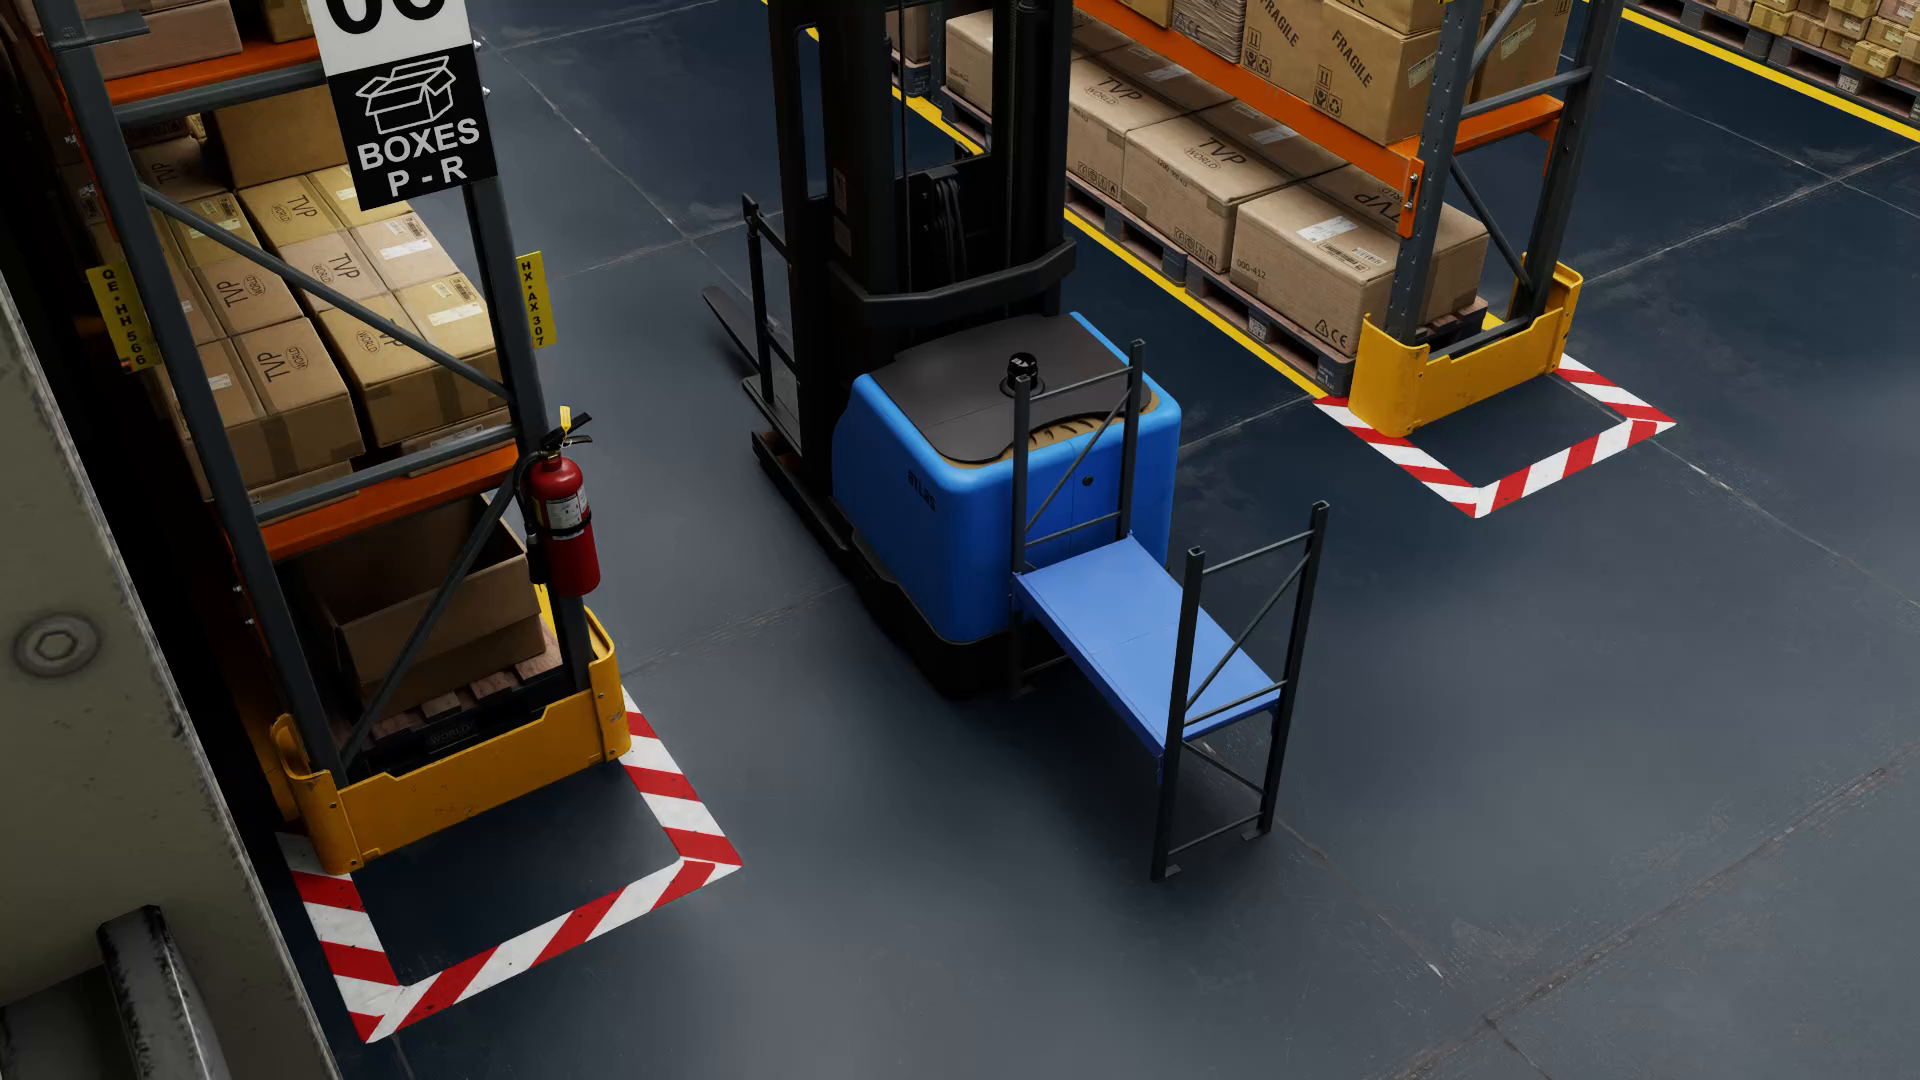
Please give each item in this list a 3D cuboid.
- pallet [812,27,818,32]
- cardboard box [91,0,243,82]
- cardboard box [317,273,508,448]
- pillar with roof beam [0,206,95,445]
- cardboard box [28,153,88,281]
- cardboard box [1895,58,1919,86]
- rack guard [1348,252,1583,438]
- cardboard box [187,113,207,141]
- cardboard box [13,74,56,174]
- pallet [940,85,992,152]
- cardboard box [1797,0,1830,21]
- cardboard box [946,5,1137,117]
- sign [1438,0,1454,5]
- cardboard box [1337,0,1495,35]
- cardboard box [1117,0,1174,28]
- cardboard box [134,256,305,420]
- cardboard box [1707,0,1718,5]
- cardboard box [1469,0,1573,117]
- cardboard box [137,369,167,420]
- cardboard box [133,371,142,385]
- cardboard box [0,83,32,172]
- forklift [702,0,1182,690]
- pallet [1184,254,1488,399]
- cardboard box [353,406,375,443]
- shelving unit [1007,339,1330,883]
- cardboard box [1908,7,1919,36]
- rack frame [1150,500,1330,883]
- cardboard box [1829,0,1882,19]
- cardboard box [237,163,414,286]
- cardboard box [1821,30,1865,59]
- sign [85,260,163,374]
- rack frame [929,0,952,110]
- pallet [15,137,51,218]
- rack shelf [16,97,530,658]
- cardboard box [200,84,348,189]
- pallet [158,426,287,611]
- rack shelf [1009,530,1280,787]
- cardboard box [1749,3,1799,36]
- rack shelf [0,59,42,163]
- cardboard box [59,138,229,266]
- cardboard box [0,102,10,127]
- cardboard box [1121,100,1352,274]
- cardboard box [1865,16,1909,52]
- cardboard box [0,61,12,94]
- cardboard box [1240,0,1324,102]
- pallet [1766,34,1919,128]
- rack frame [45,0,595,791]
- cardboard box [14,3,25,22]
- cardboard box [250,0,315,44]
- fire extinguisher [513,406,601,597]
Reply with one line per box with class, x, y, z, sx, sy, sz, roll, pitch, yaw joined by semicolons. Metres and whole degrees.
pallet;-0.873;-4.059;11.956;1.003;0.211;1.213;-22;45;-24
cardboard box;-2.134;-1.360;4.392;0.380;0.149;0.250;-21;44;-23
cardboard box;-1.784;-0.605;5.518;0.500;0.250;0.500;-22;45;-24
pillar with roof beam;-0.674;-5.470;6.785;9.100;9.000;0.400;-22;45;-24
cardboard box;-4.431;-1.734;8.613;0.500;0.500;0.500;-22;45;-25
cardboard box;6.076;-2.958;10.356;0.380;0.149;0.250;-21;44;-24
rack guard;2.429;-0.948;7.997;1.175;0.500;0.348;-22;45;-24
cardboard box;-2.899;-1.697;6.828;0.500;0.250;0.500;-23;45;-25
cardboard box;-3.604;-1.798;6.949;0.500;0.250;0.500;-23;45;-25
pallet;0.608;-2.572;10.172;1.003;0.211;1.213;-22;45;-24
cardboard box;5.672;-3.507;10.782;0.380;0.149;0.250;-23;45;-25
cardboard box;0.512;-2.882;10.039;0.875;0.438;0.875;-23;45;-25
sign;1.951;-2.278;6.551;0.100;0.325;0.005;-22;45;-24
cardboard box;1.956;-2.522;7.075;0.500;0.500;0.500;-21;44;-23
cardboard box;1.103;-2.954;8.373;0.500;0.500;0.500;-21;44;-23
cardboard box;-2.514;-0.703;5.636;0.500;0.250;0.500;-22;45;-24
cardboard box;5.247;-3.796;11.361;0.380;0.149;0.250;-21;44;-23
cardboard box;2.400;-2.318;7.610;0.500;0.500;0.500;-23;45;-25
cardboard box;-2.656;-0.595;5.817;0.380;0.149;0.250;-22;45;-24
cardboard box;-3.762;-1.060;7.952;0.500;0.311;0.500;-21;44;-23
cardboard box;-4.974;-2.292;9.281;0.500;0.500;0.500;-24;46;-26
forklift;-0.297;-1.479;6.735;1.130;2.935;3.031;-19;43;-21
pallet;1.920;-1.255;8.591;1.003;0.211;1.213;-22;45;-24
cardboard box;-1.888;-0.508;5.712;0.380;0.149;0.250;-21;44;-23
shelving unit;0.652;0.252;5.775;0.538;1.500;1.048;-19;43;-21
cardboard box;6.037;-3.173;10.149;0.380;0.149;0.250;-22;44;-24
rack frame;0.893;0.539;5.432;0.500;1.500;0.032;-19;43;-21
cardboard box;5.704;-3.425;10.451;0.380;0.149;0.250;-23;45;-25
cardboard box;-2.330;-1.150;6.171;0.500;0.250;0.500;-23;45;-25
cardboard box;5.783;-3.235;10.688;0.380;0.149;0.250;-22;45;-25
sign;-2.246;-0.597;4.472;0.100;0.325;0.005;-22;45;-24
rack frame;0.265;-4.081;9.804;1.000;3.000;0.127;-22;45;-24
pallet;-5.047;-2.384;9.946;1.003;0.211;1.213;-22;45;-24
rack shelf;-2.842;-1.014;6.686;1.077;0.370;4.000;-22;45;-24
cardboard box;-2.591;-1.703;6.249;0.500;0.500;0.500;-21;44;-23
pallet;-2.889;-0.268;7.407;1.003;0.211;1.213;-22;45;-24
rack shelf;0.652;0.391;5.891;0.538;0.185;1.000;-19;43;-21
cardboard box;5.450;-3.479;10.981;0.380;0.149;0.250;-24;46;-26
rack shelf;-4.993;-3.173;9.277;1.077;0.370;4.000;-22;45;-24
cardboard box;-3.058;-1.254;6.297;0.500;0.250;0.500;-22;45;-24
cardboard box;-5.547;-2.849;9.951;0.500;0.500;0.500;-20;44;-22
cardboard box;1.478;-1.911;8.874;0.875;0.438;0.875;-21;44;-23
cardboard box;5.916;-3.207;10.422;0.380;0.149;0.250;-23;45;-25
cardboard box;-5.091;-2.604;9.149;0.380;0.149;0.250;-22;44;-24
cardboard box;1.676;-2.405;7.715;0.500;0.500;0.500;-23;45;-25
pallet;6.087;-3.100;10.806;1.003;0.211;1.213;-22;45;-24
rack frame;-1.767;-0.211;5.160;1.000;3.000;0.127;-22;45;-24
cardboard box;-2.485;-1.611;4.693;0.380;0.149;0.250;-21;44;-23
cardboard box;-1.742;-1.519;4.583;0.380;0.149;0.250;-21;44;-24
fire extinguisher;-1.298;-0.118;5.400;0.296;0.674;0.183;-22;45;-24
